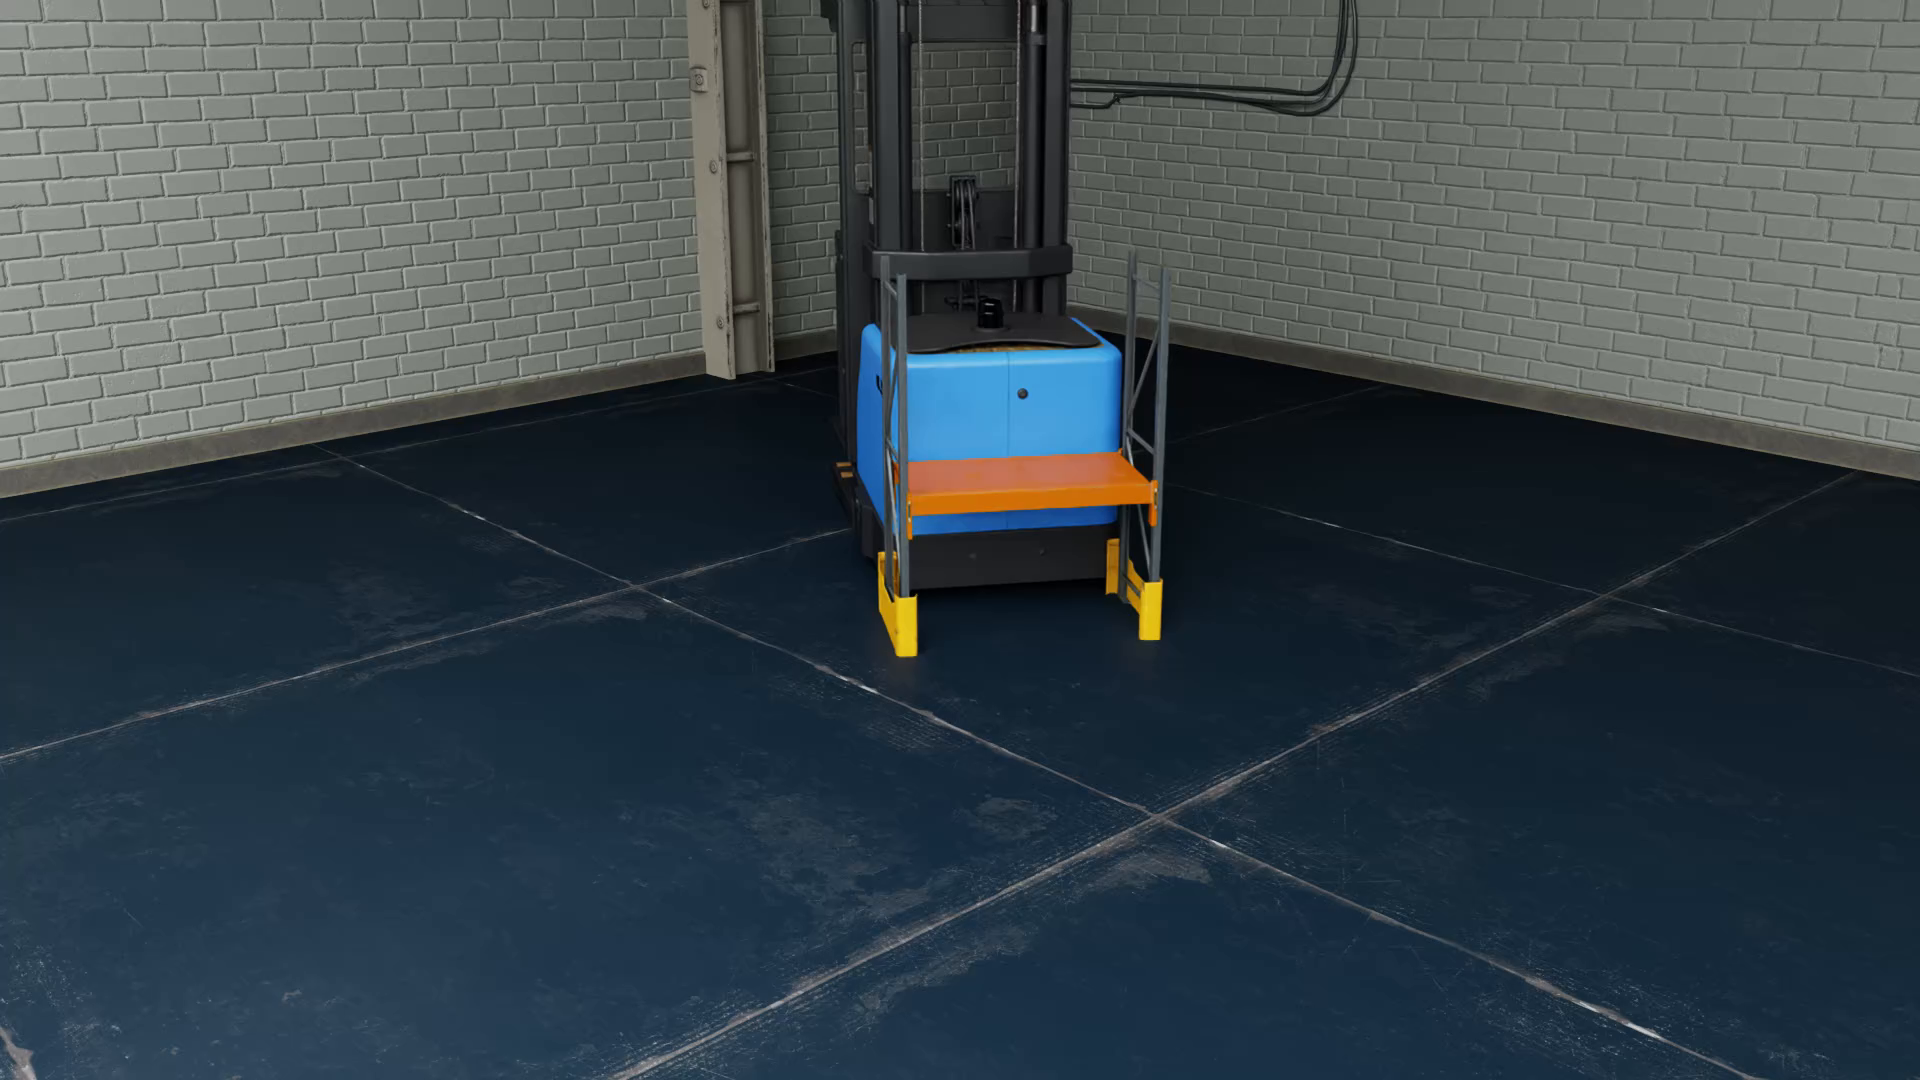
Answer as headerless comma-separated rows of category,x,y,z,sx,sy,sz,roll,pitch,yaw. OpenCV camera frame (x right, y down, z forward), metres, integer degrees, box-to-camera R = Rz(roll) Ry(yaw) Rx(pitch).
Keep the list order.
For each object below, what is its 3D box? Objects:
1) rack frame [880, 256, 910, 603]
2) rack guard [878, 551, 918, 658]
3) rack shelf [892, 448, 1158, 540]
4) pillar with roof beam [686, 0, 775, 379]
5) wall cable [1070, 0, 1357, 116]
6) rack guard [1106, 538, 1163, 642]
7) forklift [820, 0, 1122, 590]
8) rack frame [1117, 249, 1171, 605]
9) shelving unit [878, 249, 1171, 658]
rack frame,-0.257,-0.338,6.596,0.032,1.500,0.500,-3,18,-10
rack guard,-0.256,0.256,6.789,0.087,0.250,0.587,-3,18,-10
rack shelf,0.243,-0.195,6.738,1.000,0.185,0.538,-3,18,-10
pillar with roof beam,1.422,-4.489,7.239,0.400,9.000,9.100,-16,24,-41
wall cable,1.513,-4.304,11.705,0.112,2.526,3.097,-16,24,-41
rack guard,0.724,0.202,6.958,0.087,0.250,0.587,-3,18,-10
forklift,-0.073,-1.596,8.154,1.130,2.935,3.031,-3,18,-10
rack frame,0.743,-0.394,6.768,0.032,1.500,0.500,-3,18,-10
shelving unit,0.234,-0.366,6.681,1.083,1.500,0.587,-3,18,-10
